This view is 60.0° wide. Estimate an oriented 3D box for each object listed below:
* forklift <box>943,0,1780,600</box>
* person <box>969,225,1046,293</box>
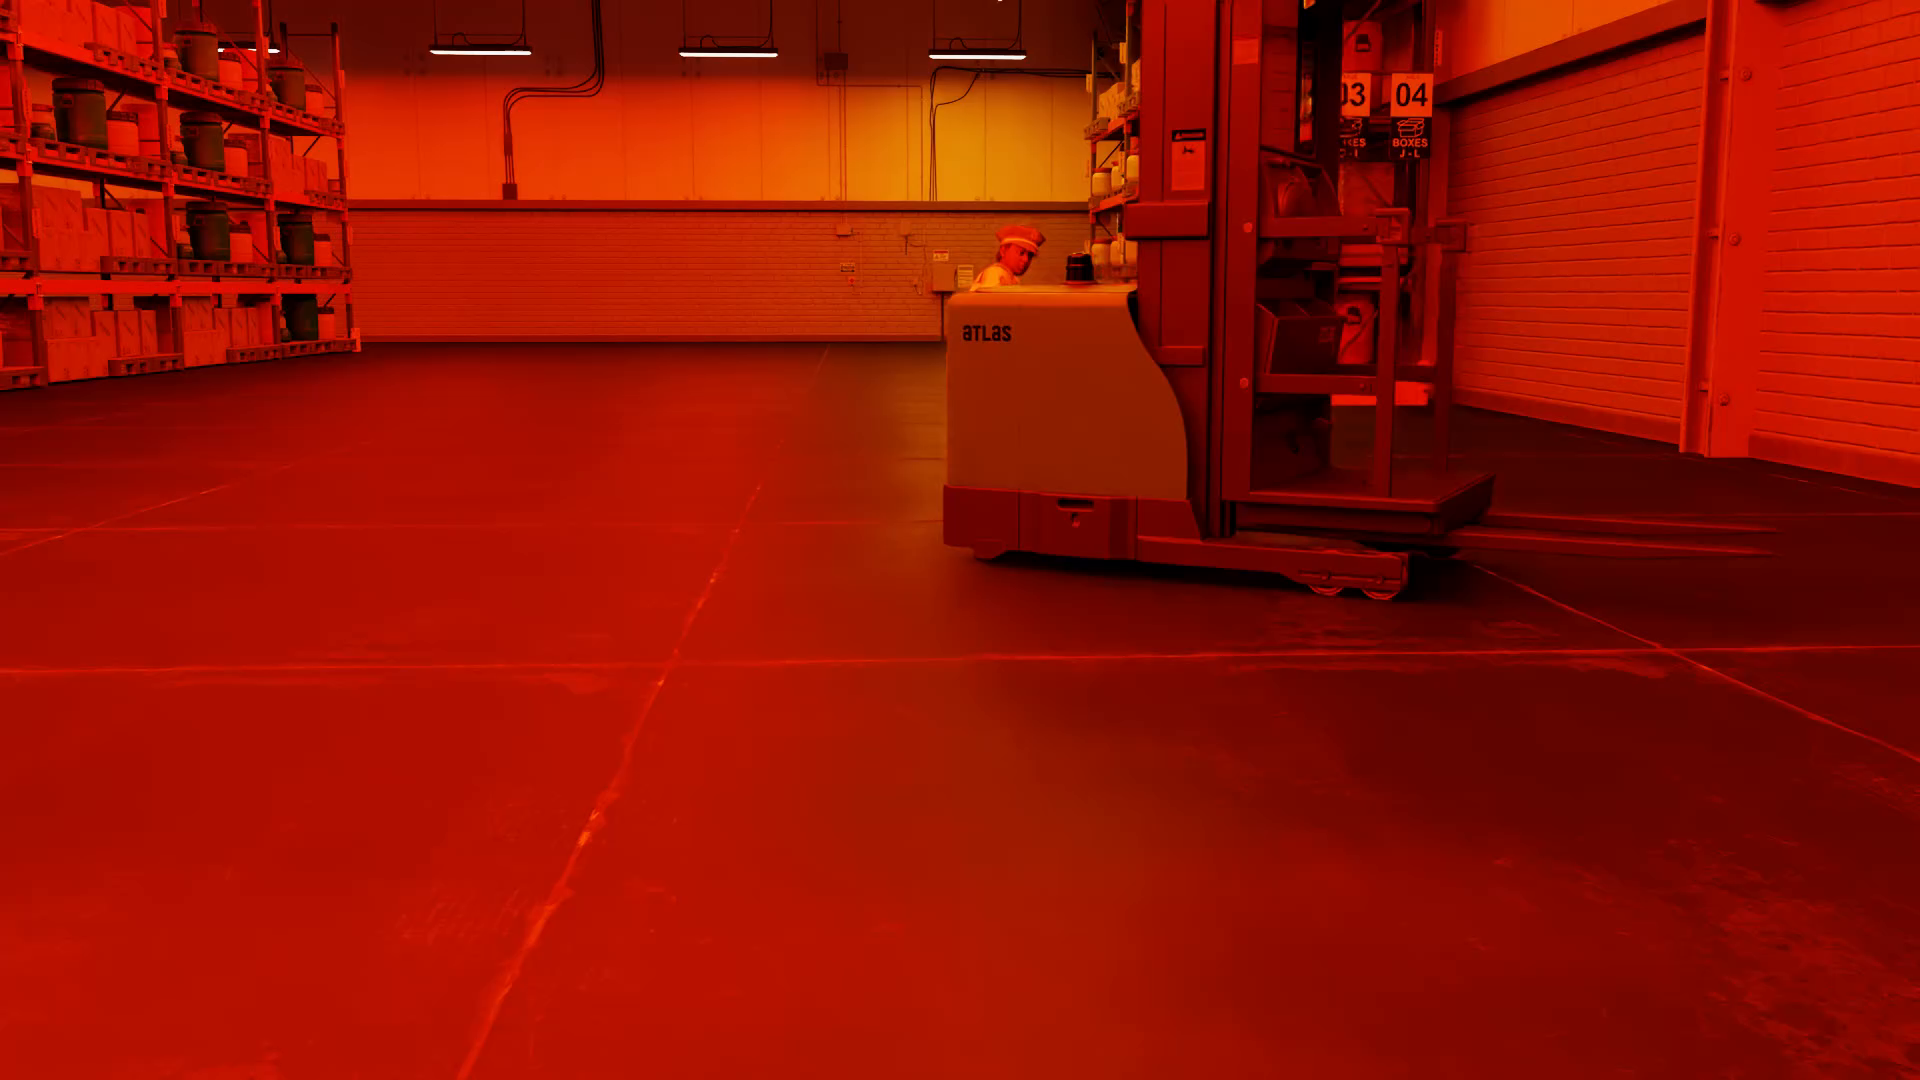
[{"bbox_3d":[1.481,-1.325,6.257,3.031,2.935,1.130,4,9,27],"label":"forklift"},{"bbox_3d":[0.262,-0.897,8.688,0.676,1.471,0.844,-2,9,-13],"label":"person"}]
